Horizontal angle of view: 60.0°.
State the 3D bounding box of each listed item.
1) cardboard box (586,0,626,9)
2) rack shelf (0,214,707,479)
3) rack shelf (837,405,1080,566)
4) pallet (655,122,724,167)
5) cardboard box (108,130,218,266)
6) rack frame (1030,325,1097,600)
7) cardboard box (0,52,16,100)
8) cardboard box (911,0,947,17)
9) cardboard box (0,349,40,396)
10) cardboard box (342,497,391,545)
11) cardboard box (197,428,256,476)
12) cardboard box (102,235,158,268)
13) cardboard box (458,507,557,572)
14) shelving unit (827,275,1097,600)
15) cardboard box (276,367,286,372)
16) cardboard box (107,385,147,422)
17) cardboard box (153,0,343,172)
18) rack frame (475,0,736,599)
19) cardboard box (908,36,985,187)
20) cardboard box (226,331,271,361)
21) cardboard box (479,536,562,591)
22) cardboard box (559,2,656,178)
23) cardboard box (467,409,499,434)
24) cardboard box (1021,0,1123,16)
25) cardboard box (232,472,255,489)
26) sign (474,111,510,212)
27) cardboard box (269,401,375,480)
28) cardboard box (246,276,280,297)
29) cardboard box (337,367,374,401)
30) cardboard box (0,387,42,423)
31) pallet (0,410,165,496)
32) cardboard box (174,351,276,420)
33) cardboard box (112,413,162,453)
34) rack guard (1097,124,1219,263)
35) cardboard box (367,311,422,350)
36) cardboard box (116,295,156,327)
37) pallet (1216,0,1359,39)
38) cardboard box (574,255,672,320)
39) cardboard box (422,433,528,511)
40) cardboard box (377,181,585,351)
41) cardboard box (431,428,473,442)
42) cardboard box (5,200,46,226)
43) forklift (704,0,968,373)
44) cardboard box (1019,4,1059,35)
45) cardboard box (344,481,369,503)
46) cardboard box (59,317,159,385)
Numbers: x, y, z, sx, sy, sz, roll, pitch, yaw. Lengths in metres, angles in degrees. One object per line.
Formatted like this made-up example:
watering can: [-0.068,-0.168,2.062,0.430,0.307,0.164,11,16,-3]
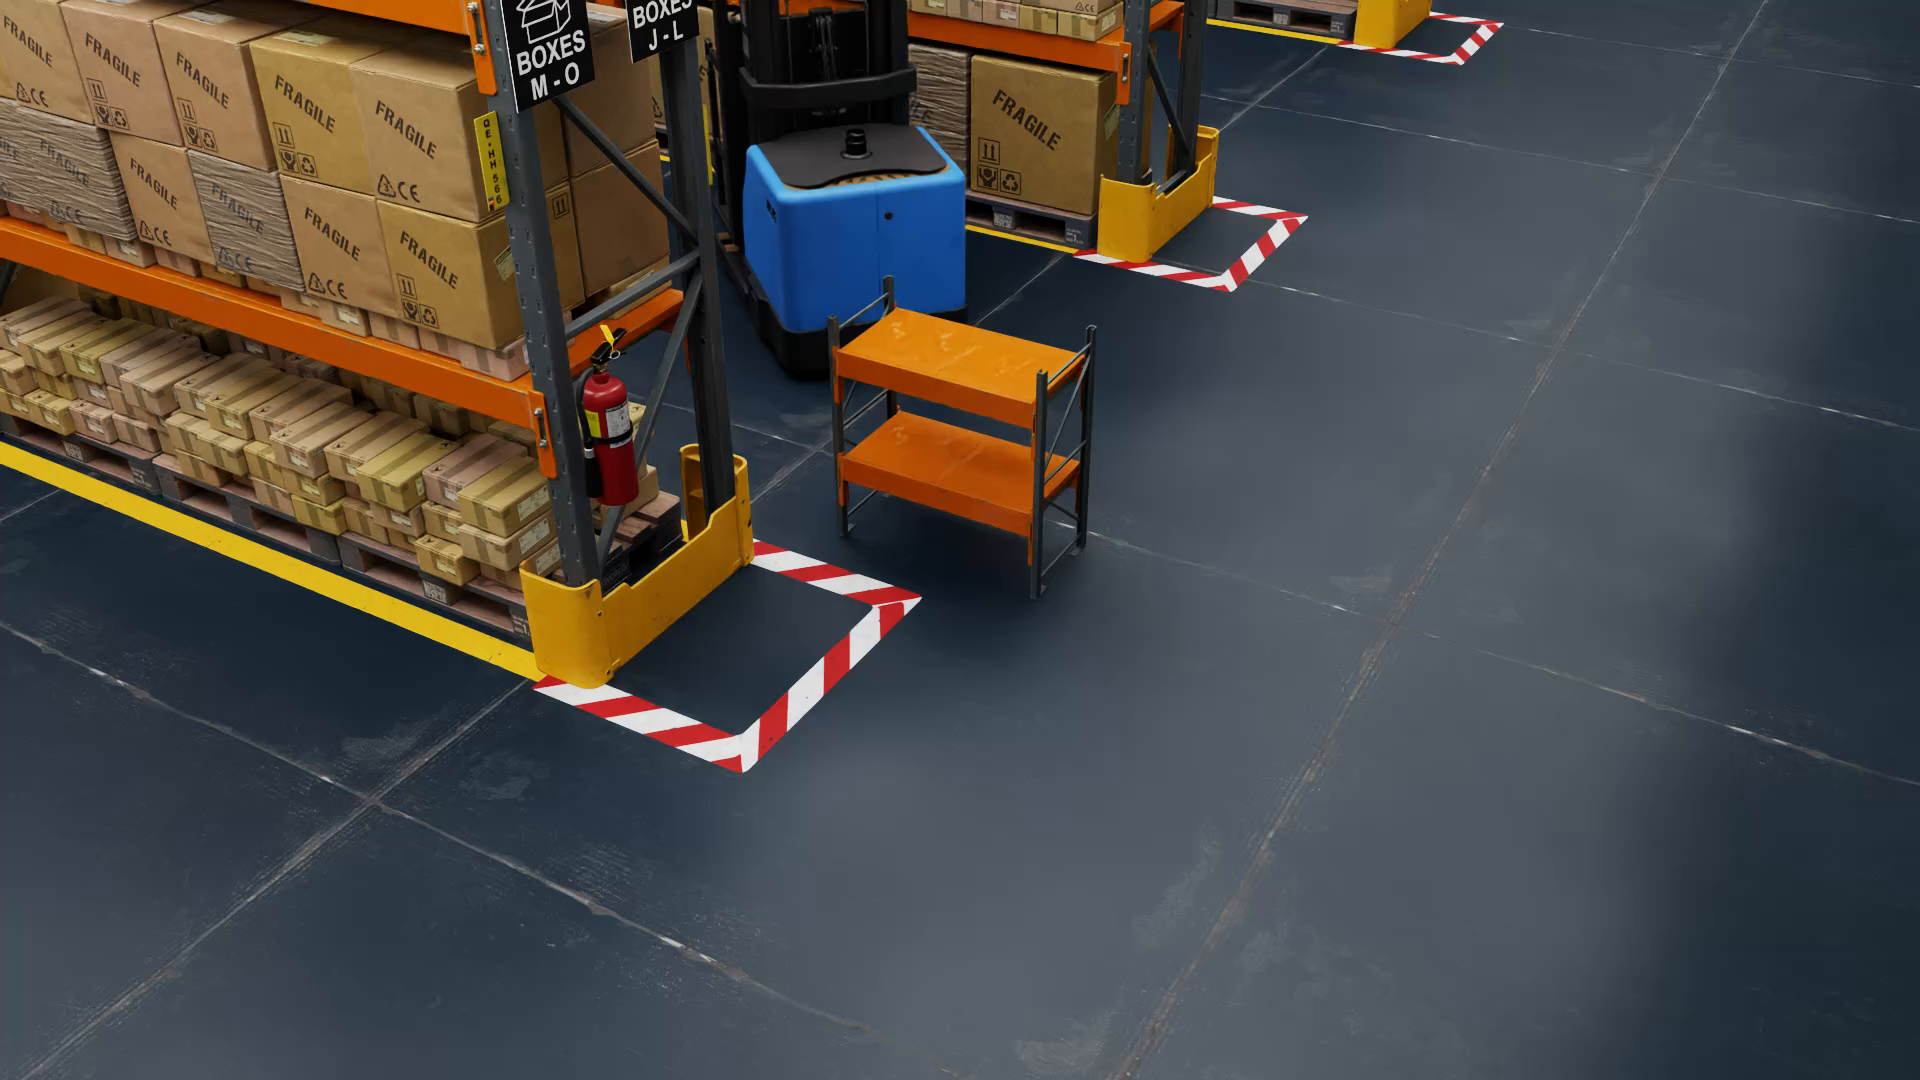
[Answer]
cardboard box: [-2.782,-3.846,12.357,0.875,0.875,1.225,18,38,25]
rack shelf: [-3.029,-1.180,7.465,4.000,0.370,1.077,18,37,24]
rack shelf: [0.006,-0.263,7.571,1.000,0.278,0.538,18,37,24]
pallet: [-1.595,-2.981,12.037,1.213,0.211,1.003,18,37,24]
cardboard box: [-3.128,-1.516,6.962,0.500,0.500,0.500,20,38,27]
rack frame: [0.447,-0.327,7.226,0.032,1.125,0.500,18,37,24]
cardboard box: [-4.037,-2.235,7.139,0.500,0.500,0.500,16,37,23]
cardboard box: [-0.104,-3.404,10.382,0.250,0.149,0.380,17,37,23]
cardboard box: [-4.610,-0.888,8.302,0.250,0.149,0.380,19,38,26]
cardboard box: [-2.534,-0.160,7.477,0.250,0.149,0.380,18,38,25]
cardboard box: [-3.267,-0.470,7.674,0.250,0.149,0.380,18,38,25]
cardboard box: [-3.515,-1.351,7.299,0.250,0.149,0.380,19,38,26]
cardboard box: [-1.893,-0.050,7.043,0.250,0.149,0.380,17,37,23]
shelving unit: [0.006,-0.466,7.435,1.048,1.125,0.538,18,37,24]
cardboard box: [-3.229,-0.814,8.191,0.250,0.149,0.380,16,37,22]
cardboard box: [-3.883,-0.736,8.075,0.250,0.149,0.380,16,37,22]
cardboard box: [-2.709,-1.796,6.479,0.500,0.500,0.500,20,38,27]
rack frame: [-1.293,-0.930,6.440,0.127,3.000,1.000,18,37,24]
cardboard box: [-0.129,-2.967,11.037,0.875,0.875,0.875,18,37,24]
cardboard box: [-3.399,-1.038,8.259,0.250,0.149,0.380,16,37,22]
cardboard box: [-1.853,0.038,7.180,0.250,0.149,0.380,18,38,25]
cardboard box: [-1.551,-1.763,6.430,0.500,0.500,0.500,17,37,24]
cardboard box: [-2.033,-0.622,7.634,0.250,0.149,0.380,17,37,24]
cardboard box: [0.704,-3.356,9.950,0.500,0.250,0.500,17,37,24]
cardboard box: [-3.196,-0.391,7.824,0.250,0.149,0.380,19,38,26]
sign: [-1.586,-1.282,5.639,0.005,0.325,0.100,18,37,24]
cardboard box: [-2.810,-0.445,7.368,0.250,0.149,0.380,19,38,26]
cardboard box: [-2.791,-1.176,7.036,0.250,0.149,0.380,16,37,22]
cardboard box: [-2.732,-0.826,7.940,0.250,0.149,0.380,18,38,25]
cardboard box: [-4.609,-0.763,8.383,0.250,0.149,0.380,16,37,22]
pallet: [-4.165,-0.702,8.613,1.213,0.211,1.003,18,37,24]
cardboard box: [-3.420,-0.716,7.775,0.250,0.149,0.380,16,37,22]
cardboard box: [-3.891,-0.601,8.139,0.250,0.149,0.380,17,37,23]
rack guard: [1.277,-2.242,10.666,0.348,0.500,1.175,18,37,24]
cardboard box: [-2.139,-0.927,6.663,0.250,0.149,0.380,17,37,24]
cardboard box: [-4.086,-1.242,8.565,0.250,0.149,0.380,18,38,25]
pallet: [3.017,-4.757,14.703,1.213,0.211,1.003,18,37,24]
cardboard box: [-1.411,-1.072,6.880,0.250,0.149,0.380,17,37,24]
cardboard box: [-2.068,-0.286,7.130,0.250,0.149,0.380,18,38,25]
cardboard box: [-1.811,-1.095,6.329,0.500,0.500,0.500,18,38,25]
cardboard box: [-2.255,-0.559,7.809,0.250,0.149,0.380,19,38,26]
cardboard box: [-4.163,-1.607,7.683,0.250,0.149,0.380,16,37,22]
forklift: [-0.906,-2.936,9.514,1.130,2.935,3.031,-11,35,-15]
cardboard box: [0.557,-3.194,10.068,0.250,0.149,0.380,18,38,25]
cardboard box: [-2.527,-0.315,7.442,0.250,0.149,0.380,17,37,24]
cardboard box: [-4.116,-0.921,8.083,0.250,0.149,0.380,17,37,24]
